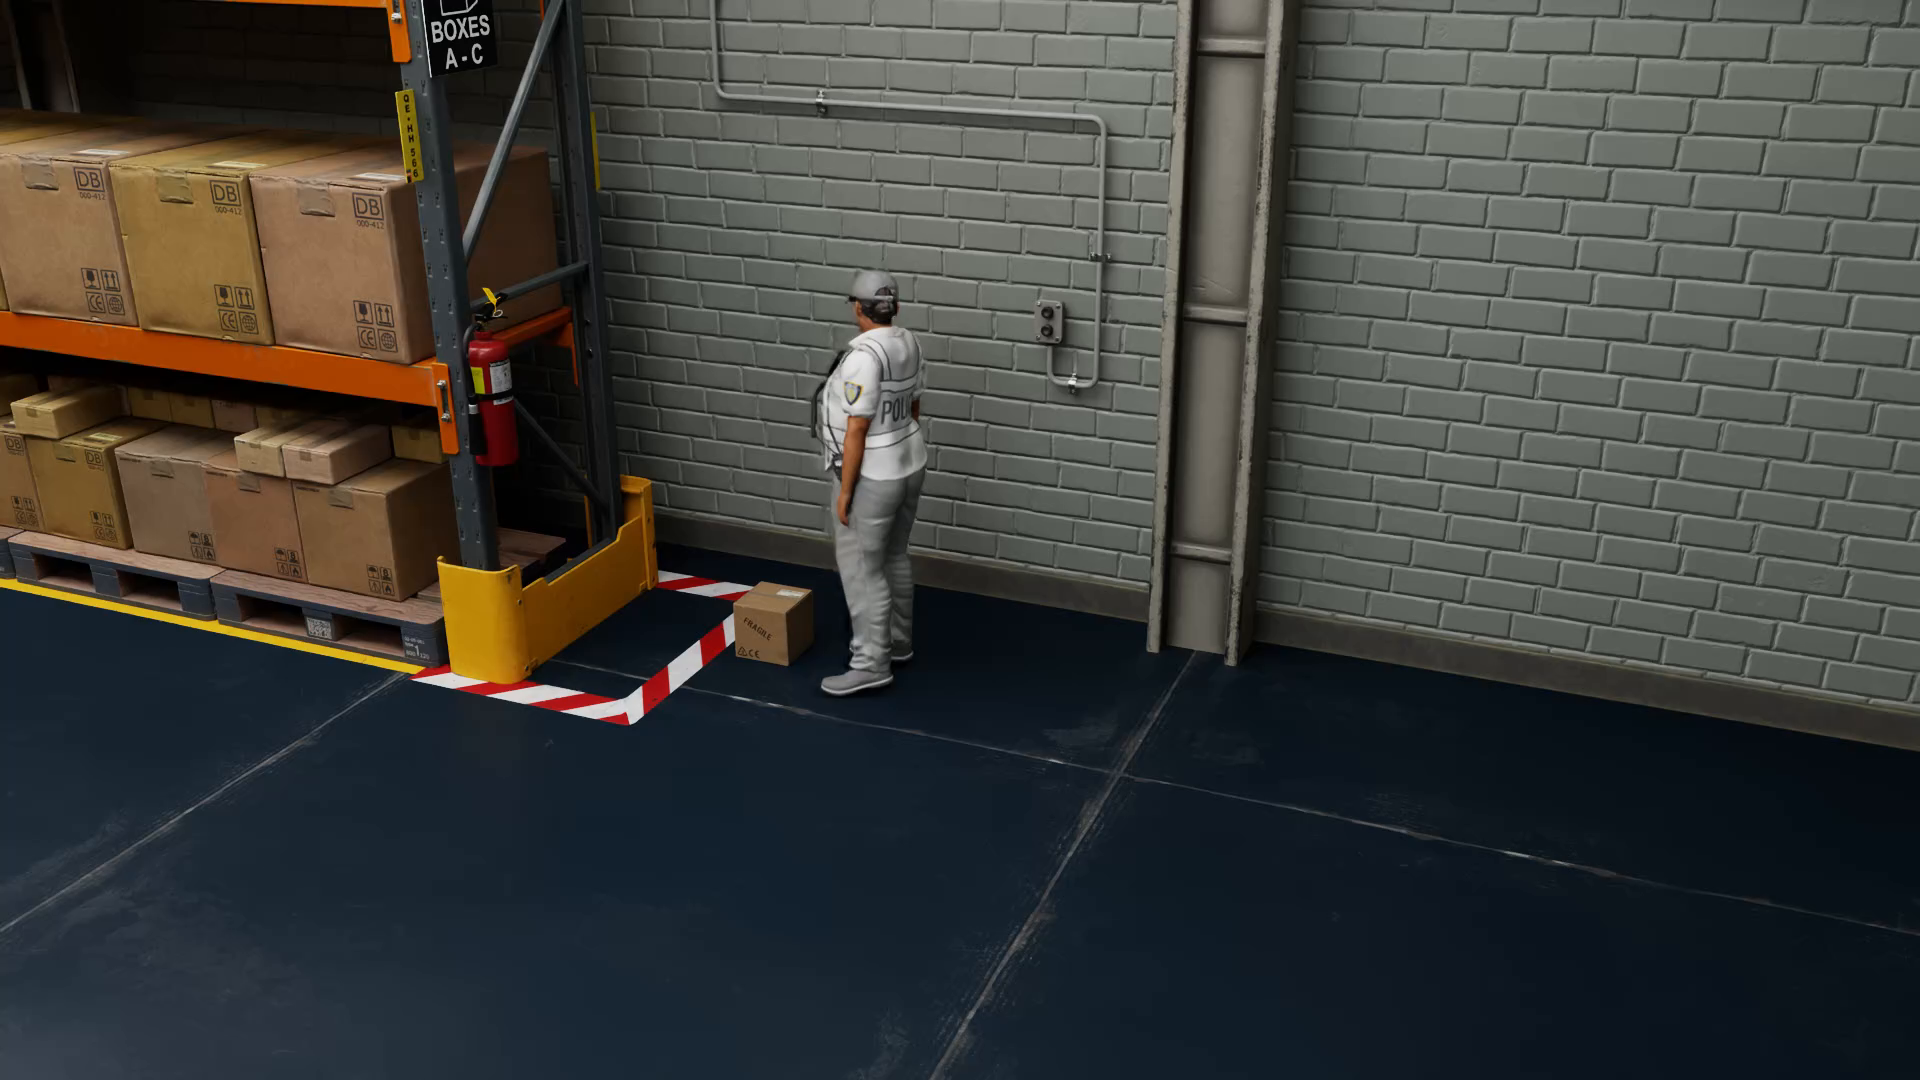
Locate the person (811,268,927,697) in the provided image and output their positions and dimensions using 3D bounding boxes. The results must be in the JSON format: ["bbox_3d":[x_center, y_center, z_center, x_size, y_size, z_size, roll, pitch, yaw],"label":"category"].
[{"bbox_3d":[-0.349,-0.235,6.629,0.389,1.678,0.587,9,24,21],"label":"person"}]
